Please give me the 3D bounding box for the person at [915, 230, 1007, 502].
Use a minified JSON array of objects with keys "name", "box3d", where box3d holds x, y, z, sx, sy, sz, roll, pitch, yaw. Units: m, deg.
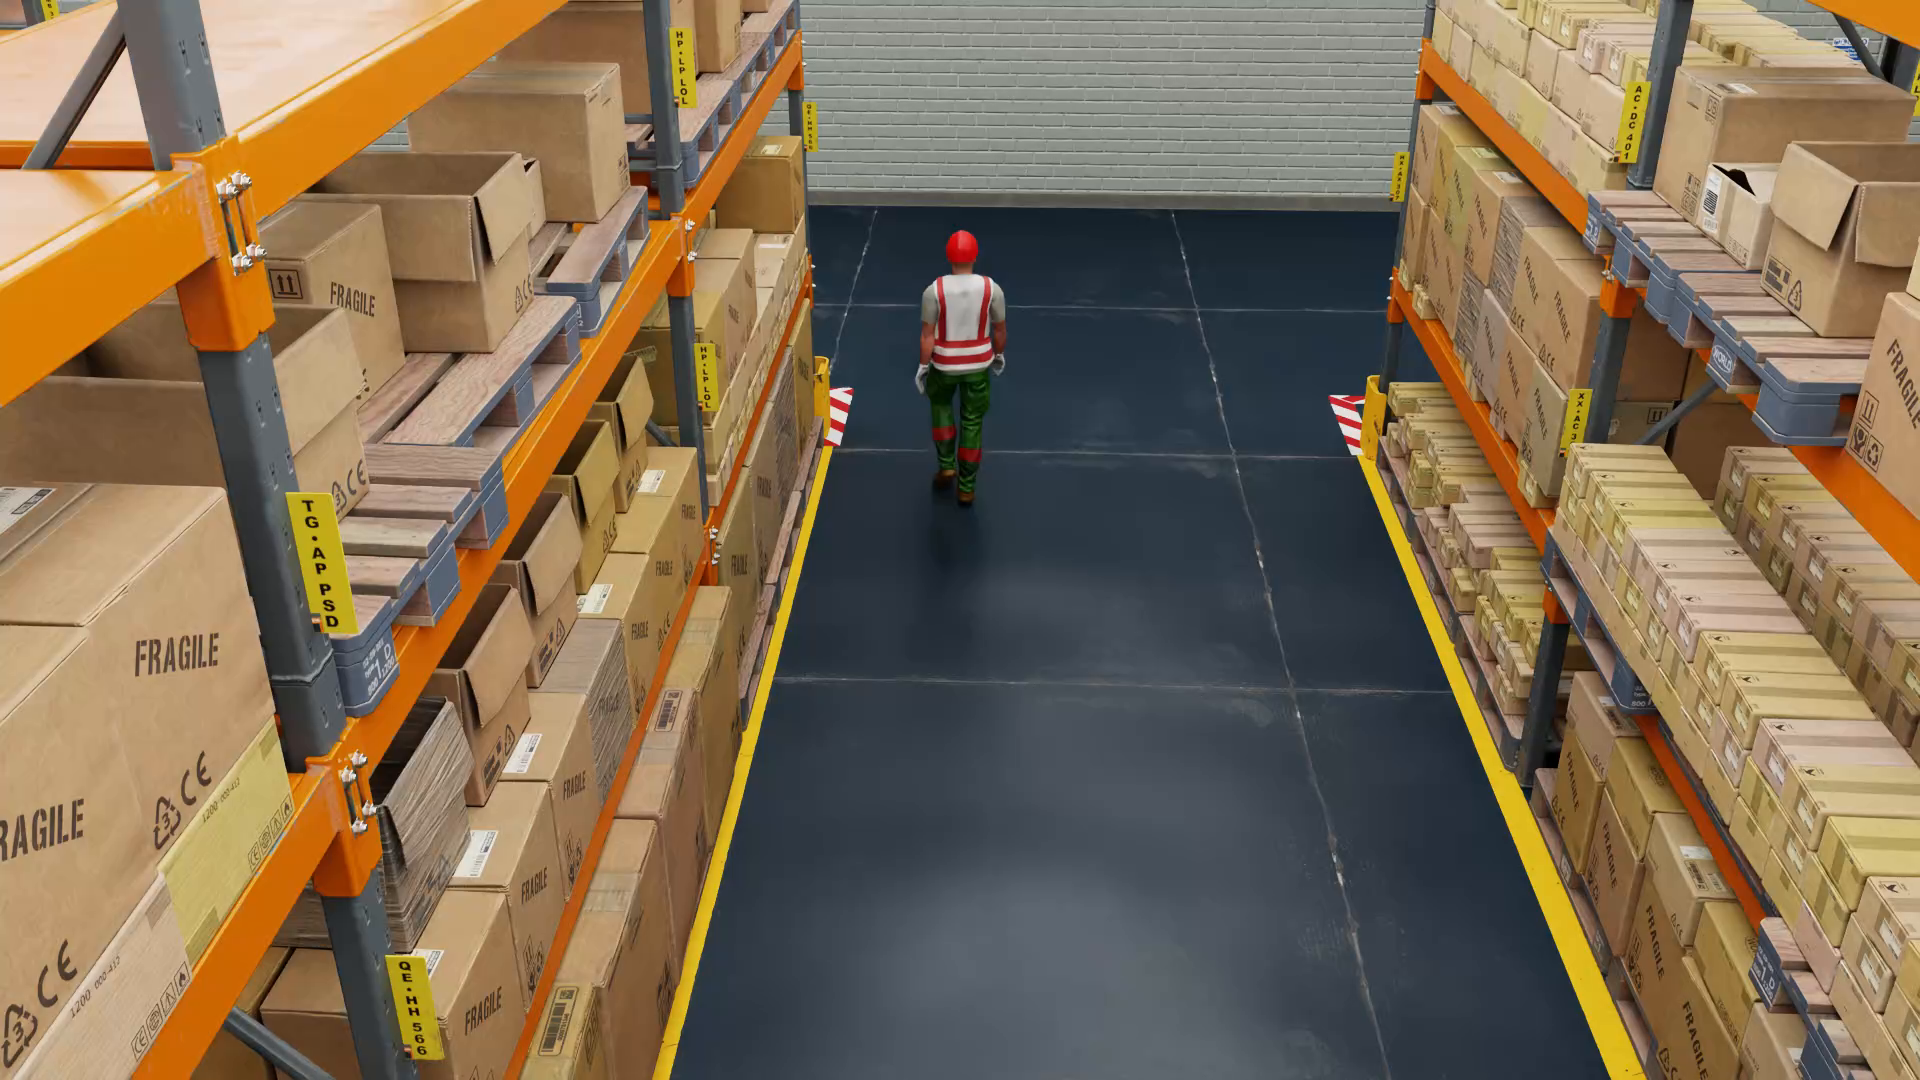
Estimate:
[{"name":"person","box3d":[0.005,-1.114,10.721,0.589,1.844,0.519,-1,28,-1]}]
